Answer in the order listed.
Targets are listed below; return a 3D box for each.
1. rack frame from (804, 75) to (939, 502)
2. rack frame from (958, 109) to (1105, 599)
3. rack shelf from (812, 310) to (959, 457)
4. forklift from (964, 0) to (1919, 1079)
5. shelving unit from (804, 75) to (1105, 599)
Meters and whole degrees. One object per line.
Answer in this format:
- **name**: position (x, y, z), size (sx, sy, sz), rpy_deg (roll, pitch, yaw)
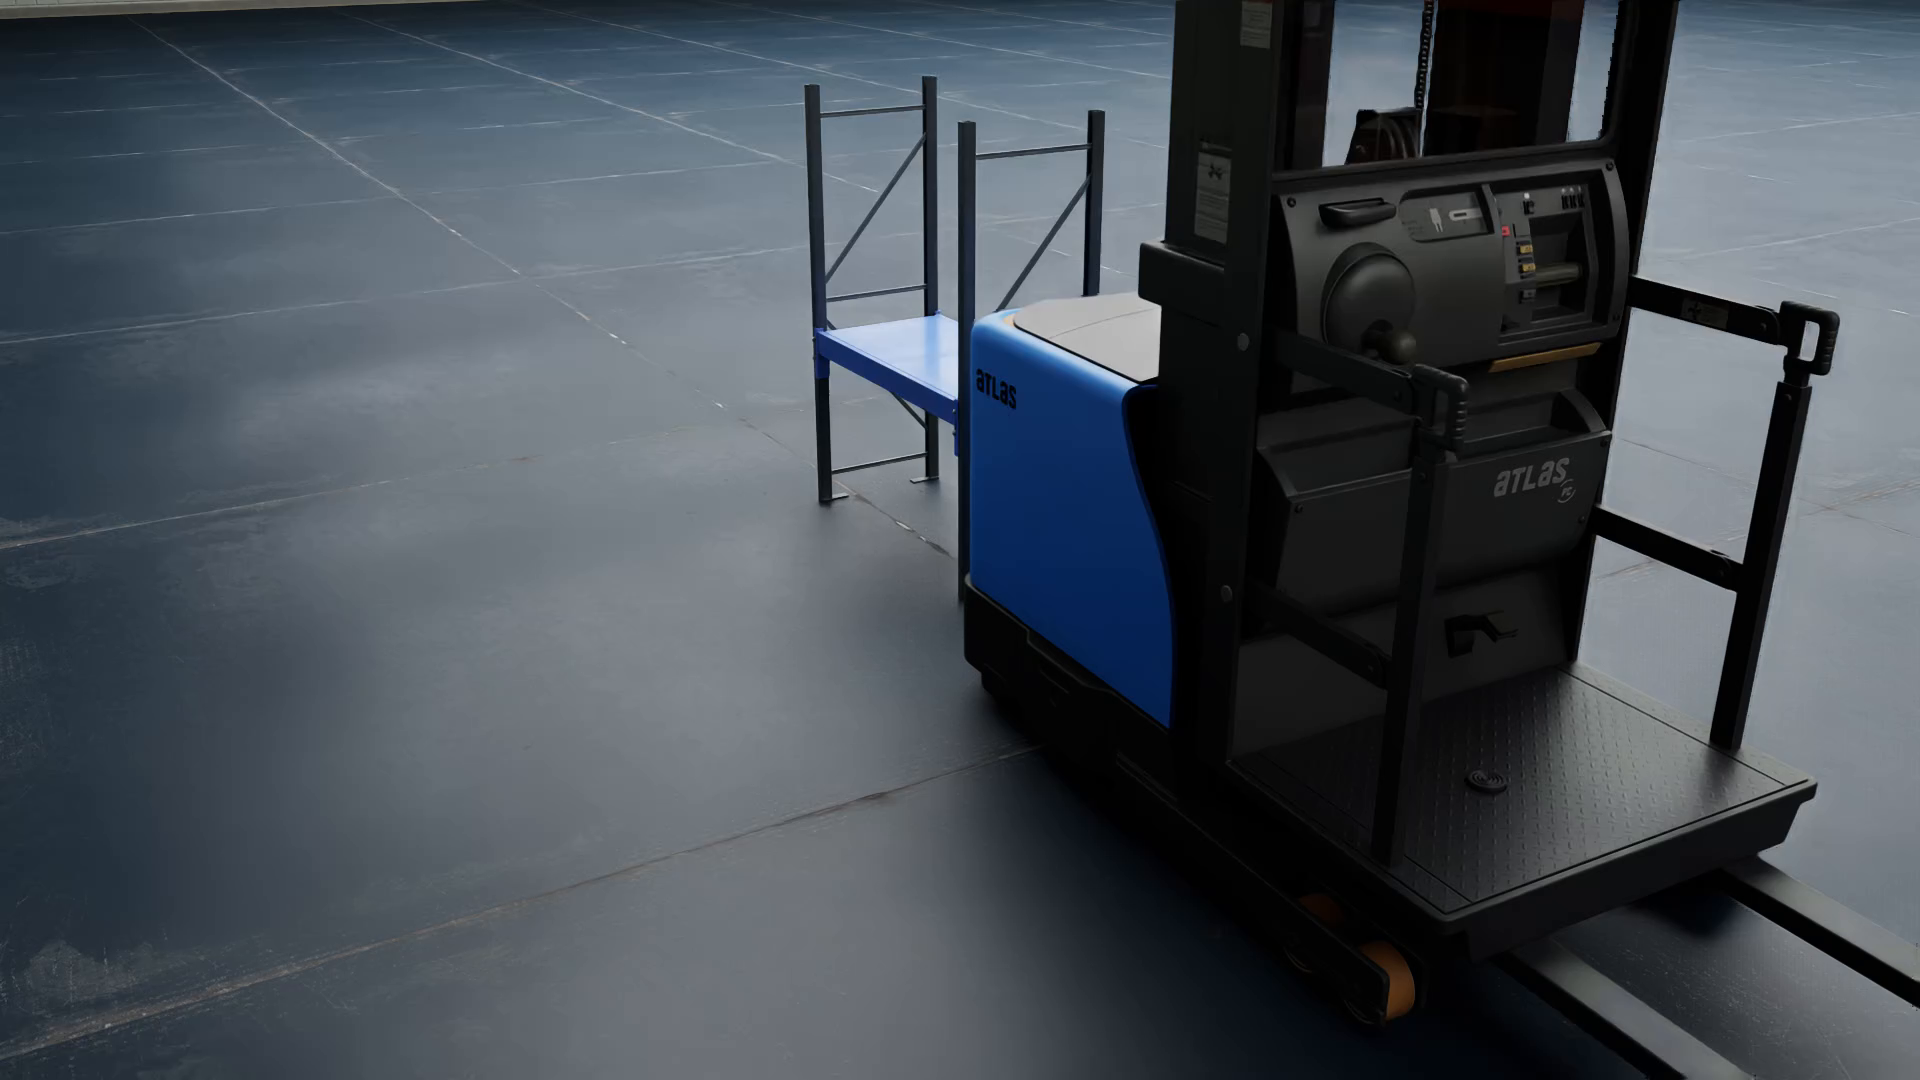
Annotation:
- **rack frame**: position (-0.303, -0.887, 6.002), size (0.500, 1.500, 0.032), rpy_deg (-13, 25, -28)
- **rack frame**: position (0.216, -0.558, 5.192), size (0.500, 1.500, 0.032), rpy_deg (-13, 25, -28)
- **rack shelf**: position (-0.044, -0.556, 5.665), size (0.538, 0.185, 1.000), rpy_deg (-13, 25, -28)
- **forklift**: position (1.154, -0.567, 3.313), size (1.130, 2.935, 3.031), rpy_deg (-11, 25, -26)
- **shelving unit**: position (-0.044, -0.722, 5.597), size (0.538, 1.500, 1.048), rpy_deg (-13, 25, -28)
